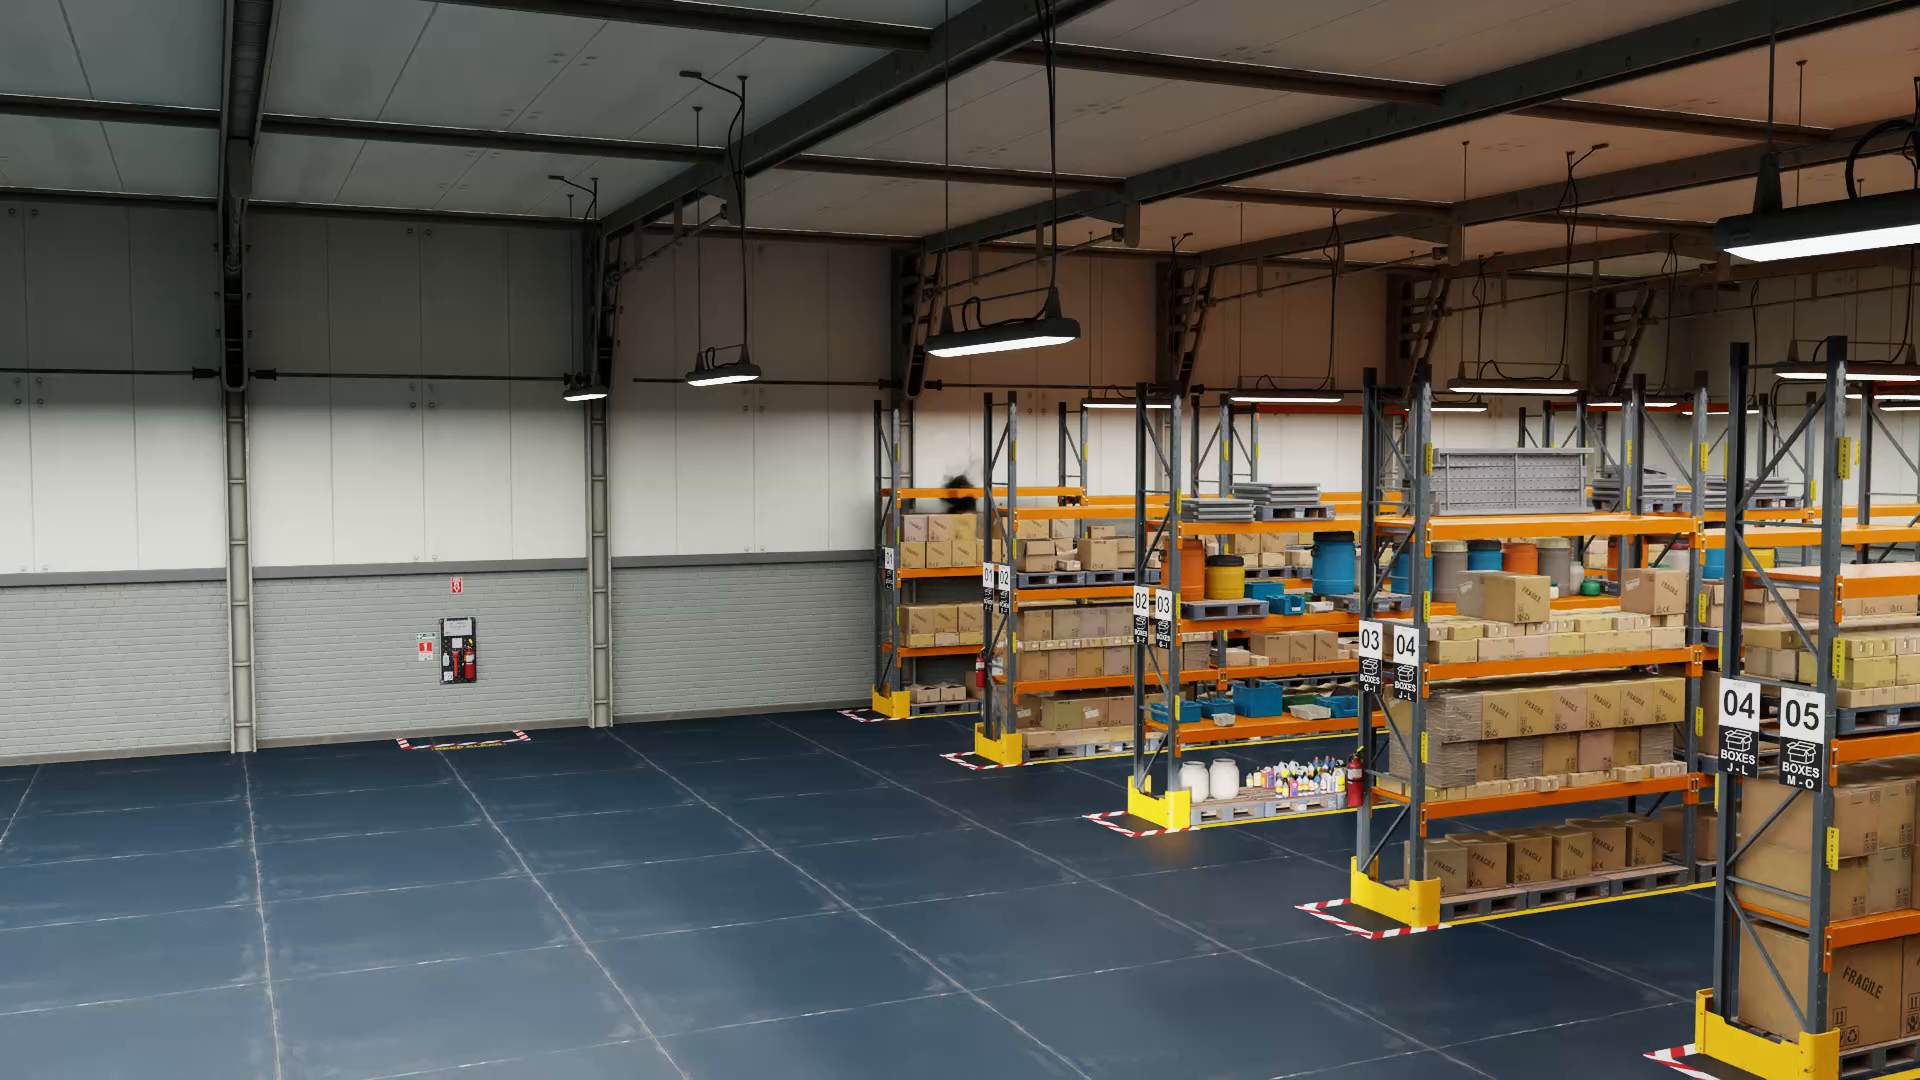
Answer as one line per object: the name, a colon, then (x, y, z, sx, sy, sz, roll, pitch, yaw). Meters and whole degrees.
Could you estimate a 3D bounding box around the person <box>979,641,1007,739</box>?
person: (0.646, 2.619, 28.949, 0.602, 1.711, 0.650, -3, 4, -37)
